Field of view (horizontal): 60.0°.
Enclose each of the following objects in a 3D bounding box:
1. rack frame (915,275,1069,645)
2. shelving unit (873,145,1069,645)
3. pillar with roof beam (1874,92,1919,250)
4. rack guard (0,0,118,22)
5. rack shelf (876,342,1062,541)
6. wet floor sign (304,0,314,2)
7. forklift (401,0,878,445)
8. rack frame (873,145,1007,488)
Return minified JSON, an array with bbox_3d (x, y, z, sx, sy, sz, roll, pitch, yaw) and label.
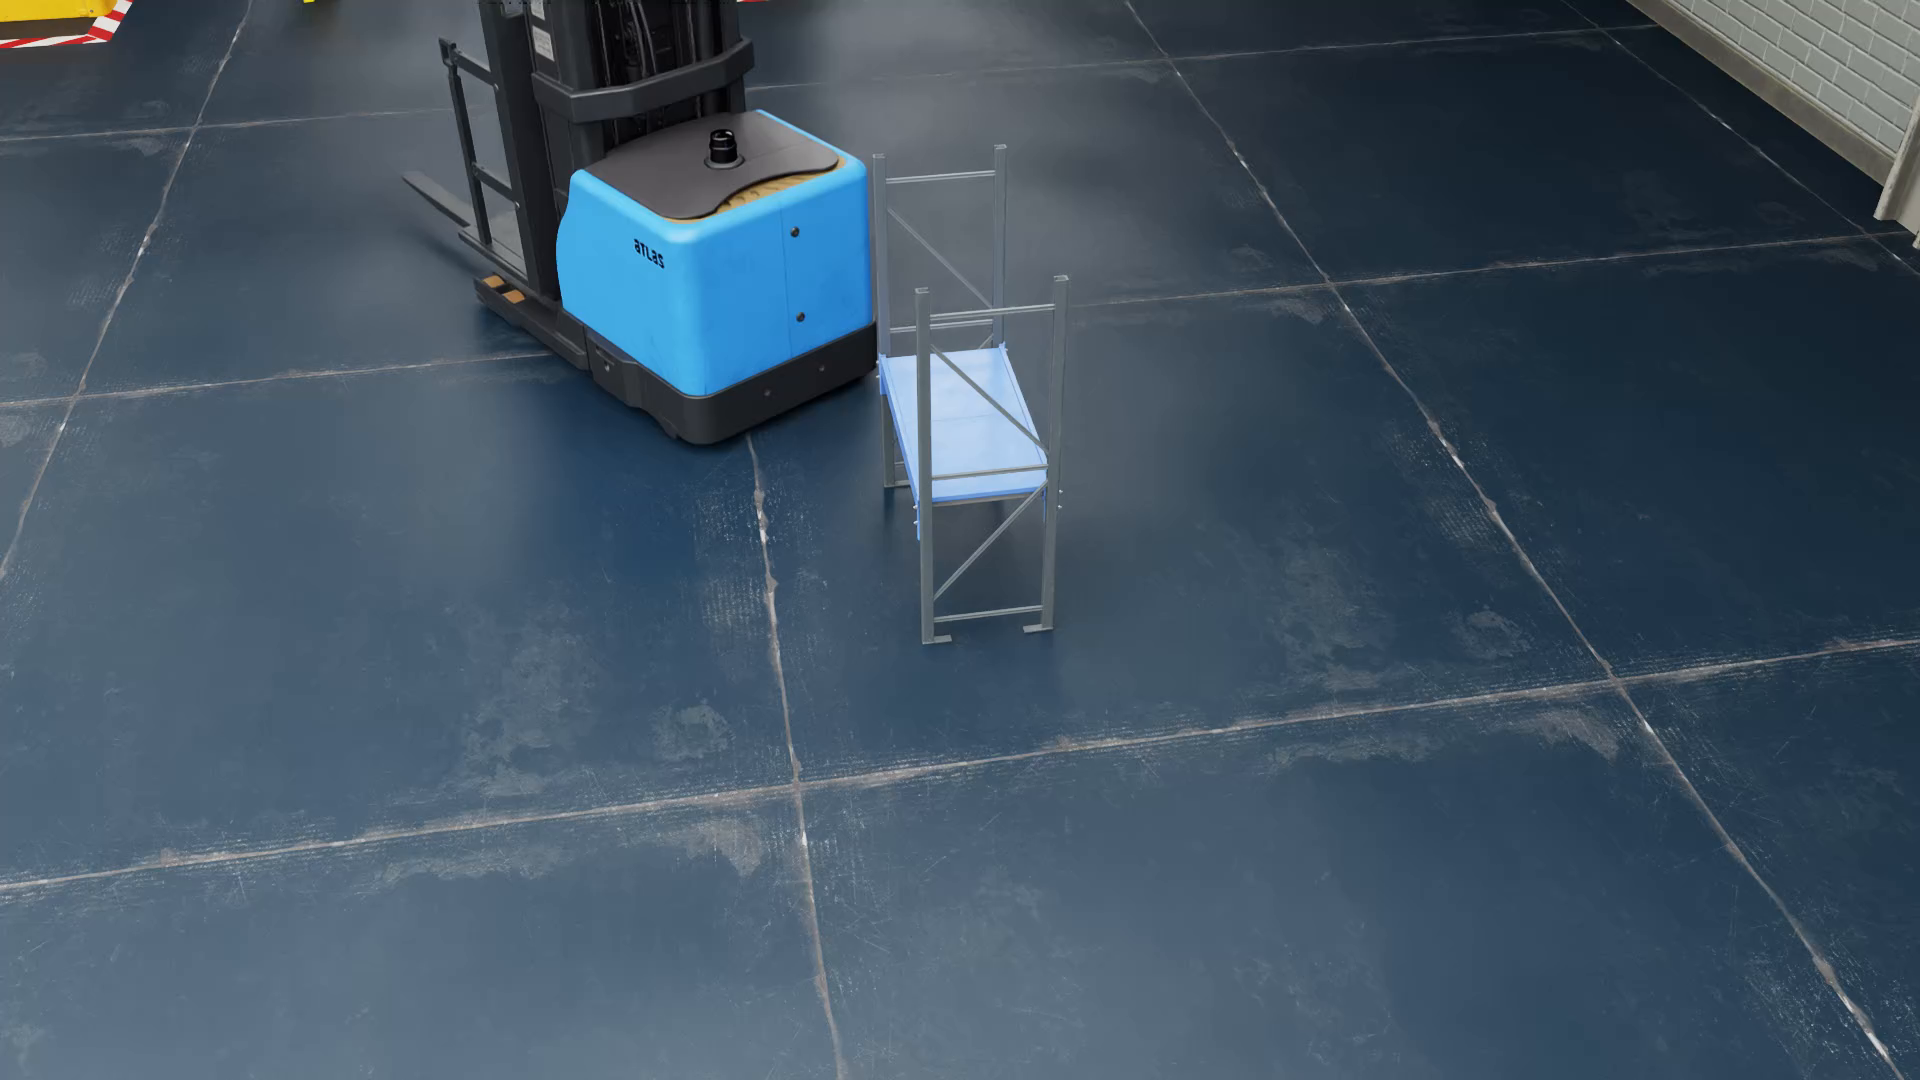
[{"bbox_3d":[0.104,-0.234,5.828,0.500,1.500,0.032,-6,38,-8],"label":"rack frame"},{"bbox_3d":[0.015,-0.541,6.224,0.538,1.500,1.048,-6,38,-8],"label":"shelving unit"},{"bbox_3d":[0.896,-4.746,5.524,9.100,9.000,0.400,-6,38,-8],"label":"pillar with roof beam"},{"bbox_3d":[-6.421,-3.816,11.254,1.175,0.500,0.348,-6,38,-8],"label":"rack guard"},{"bbox_3d":[0.015,-0.399,6.334,0.538,0.185,1.000,-6,38,-8],"label":"rack shelf"},{"bbox_3d":[-4.471,-4.083,11.480,0.267,0.644,0.232,-13,40,-16],"label":"wet floor sign"},{"bbox_3d":[-1.737,-2.390,7.437,1.130,2.935,3.031,-29,46,-32],"label":"forklift"},{"bbox_3d":[-0.074,-0.848,6.619,0.500,1.500,0.032,-6,38,-8],"label":"rack frame"}]
